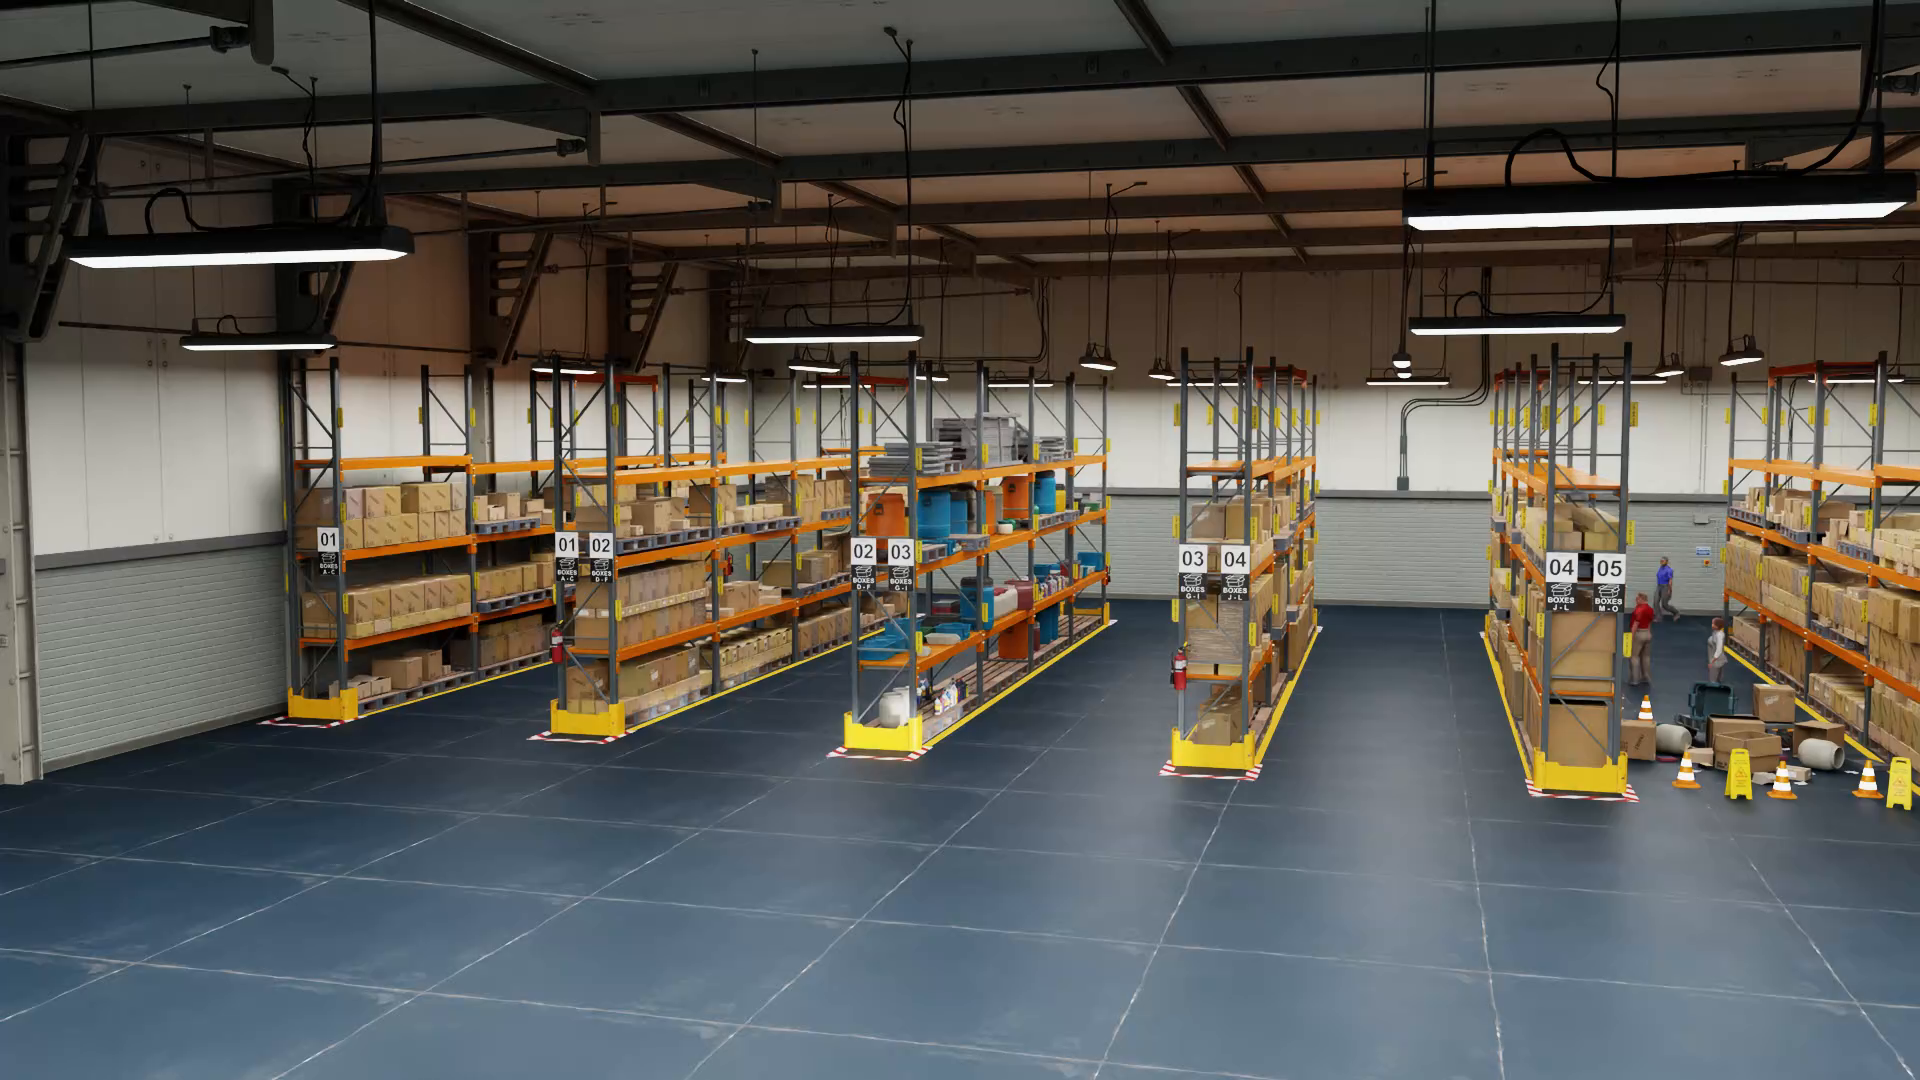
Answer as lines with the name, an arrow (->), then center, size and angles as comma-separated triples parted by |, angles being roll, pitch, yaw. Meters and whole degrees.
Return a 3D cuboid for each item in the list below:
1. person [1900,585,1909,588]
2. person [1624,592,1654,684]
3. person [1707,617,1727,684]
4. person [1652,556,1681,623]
person -> 20.844, 1.422, 36.891 | 0.940, 1.715, 0.631 | 1, 4, 16
person -> 12.784, 1.849, 31.340 | 0.598, 1.731, 0.378 | -3, 5, -32
person -> 12.957, 2.120, 28.492 | 0.424, 1.620, 0.451 | 3, 5, 37
person -> 17.135, 1.206, 40.444 | 0.677, 1.618, 0.495 | -1, 4, -16
